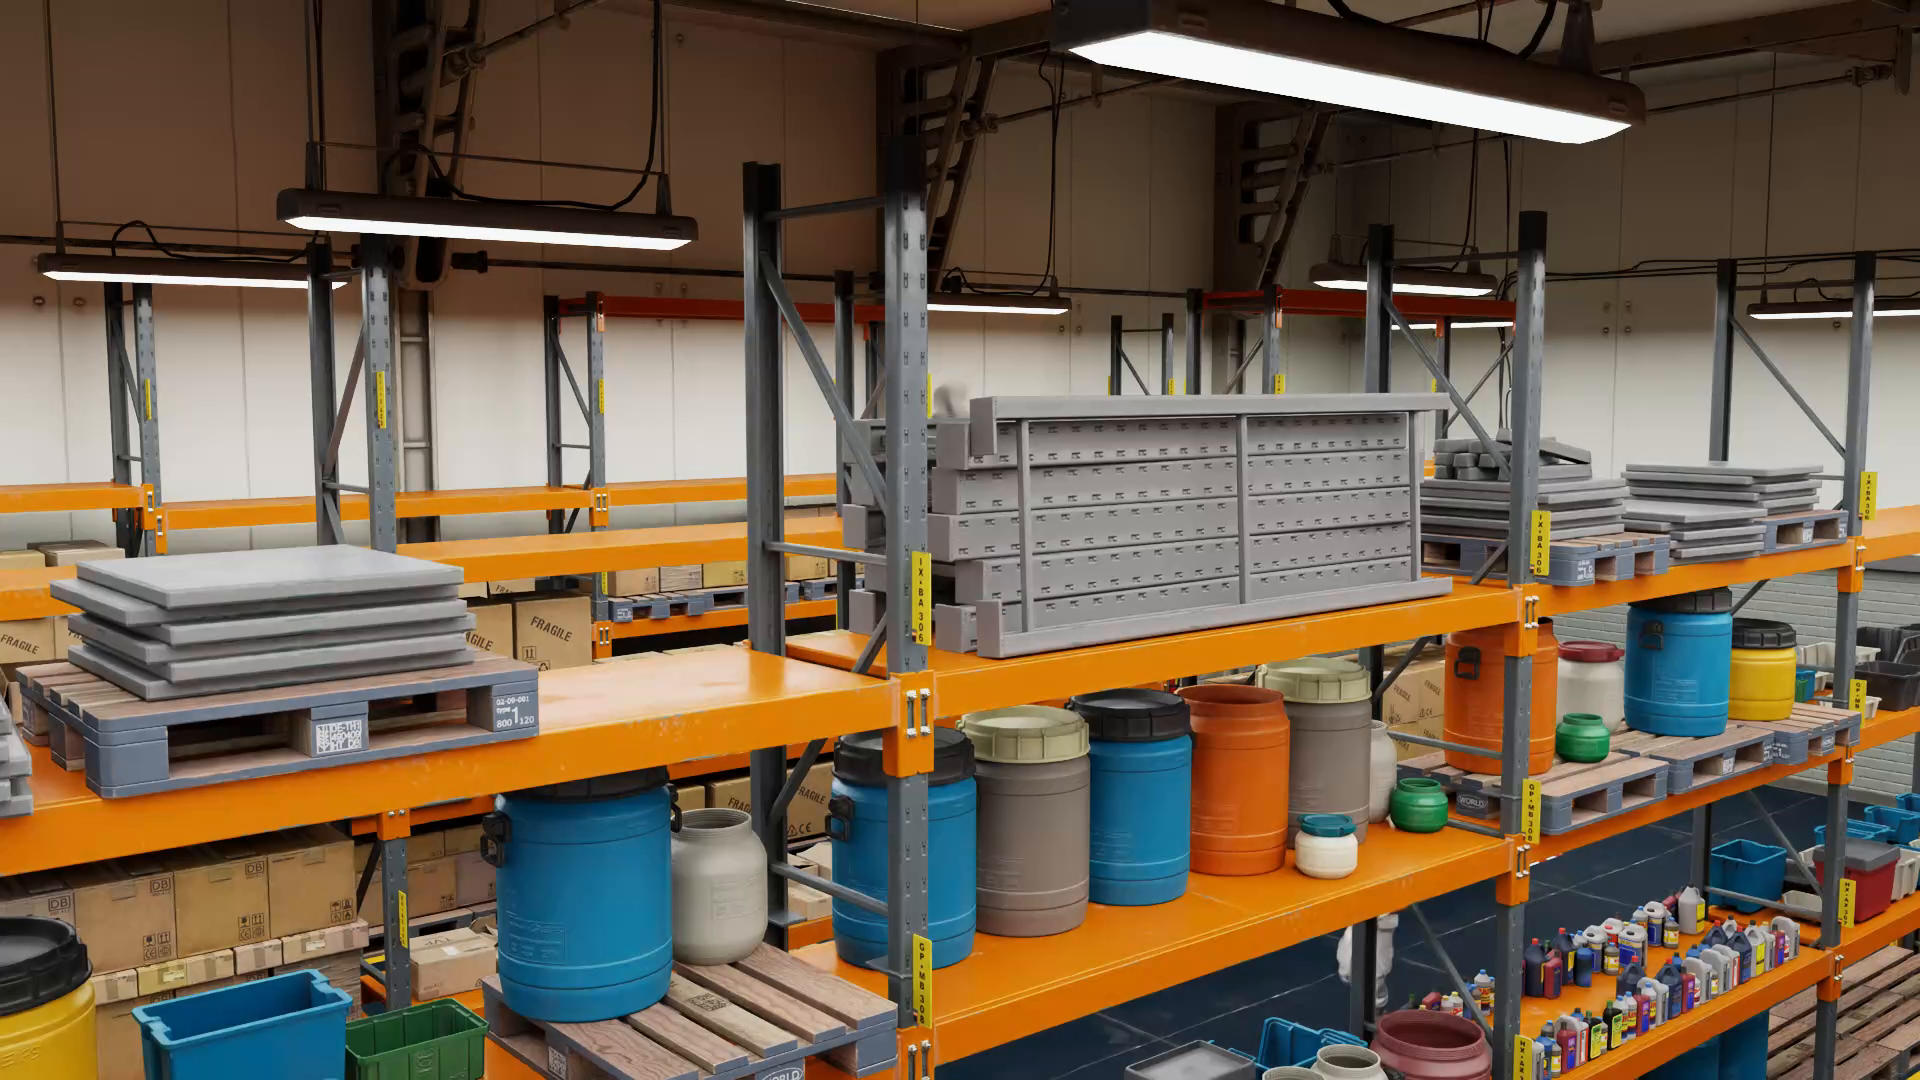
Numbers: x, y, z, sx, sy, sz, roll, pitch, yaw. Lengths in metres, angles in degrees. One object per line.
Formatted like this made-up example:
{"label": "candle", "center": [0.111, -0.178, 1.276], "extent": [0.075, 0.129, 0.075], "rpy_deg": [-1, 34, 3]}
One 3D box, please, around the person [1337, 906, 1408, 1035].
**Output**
{"label": "person", "center": [3.214, 3.038, 13.064], "extent": [0.652, 1.740, 0.571], "rpy_deg": [4, 7, 35]}
